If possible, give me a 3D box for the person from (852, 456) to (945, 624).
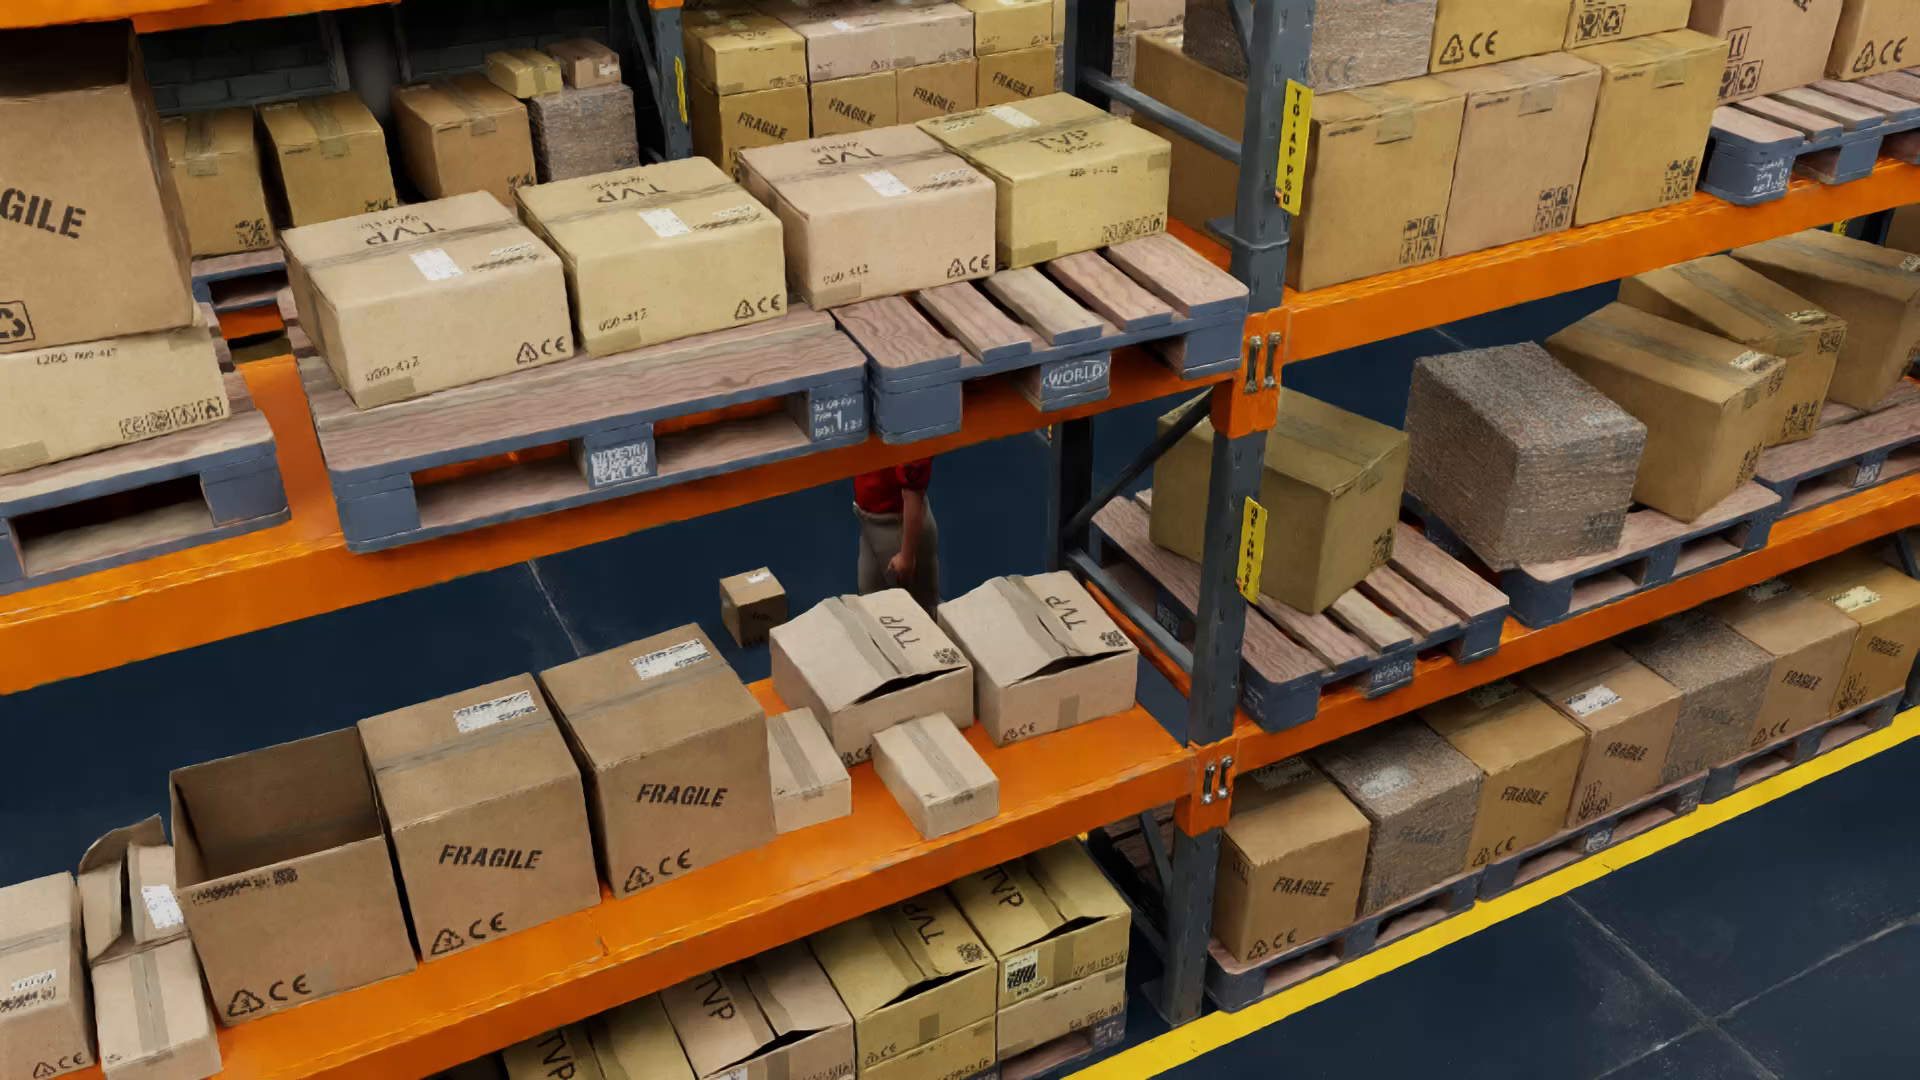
[{"bbox_3d":[-0.304,-0.055,7.227,0.677,1.720,0.543,-5,33,-8],"label":"person"}]
